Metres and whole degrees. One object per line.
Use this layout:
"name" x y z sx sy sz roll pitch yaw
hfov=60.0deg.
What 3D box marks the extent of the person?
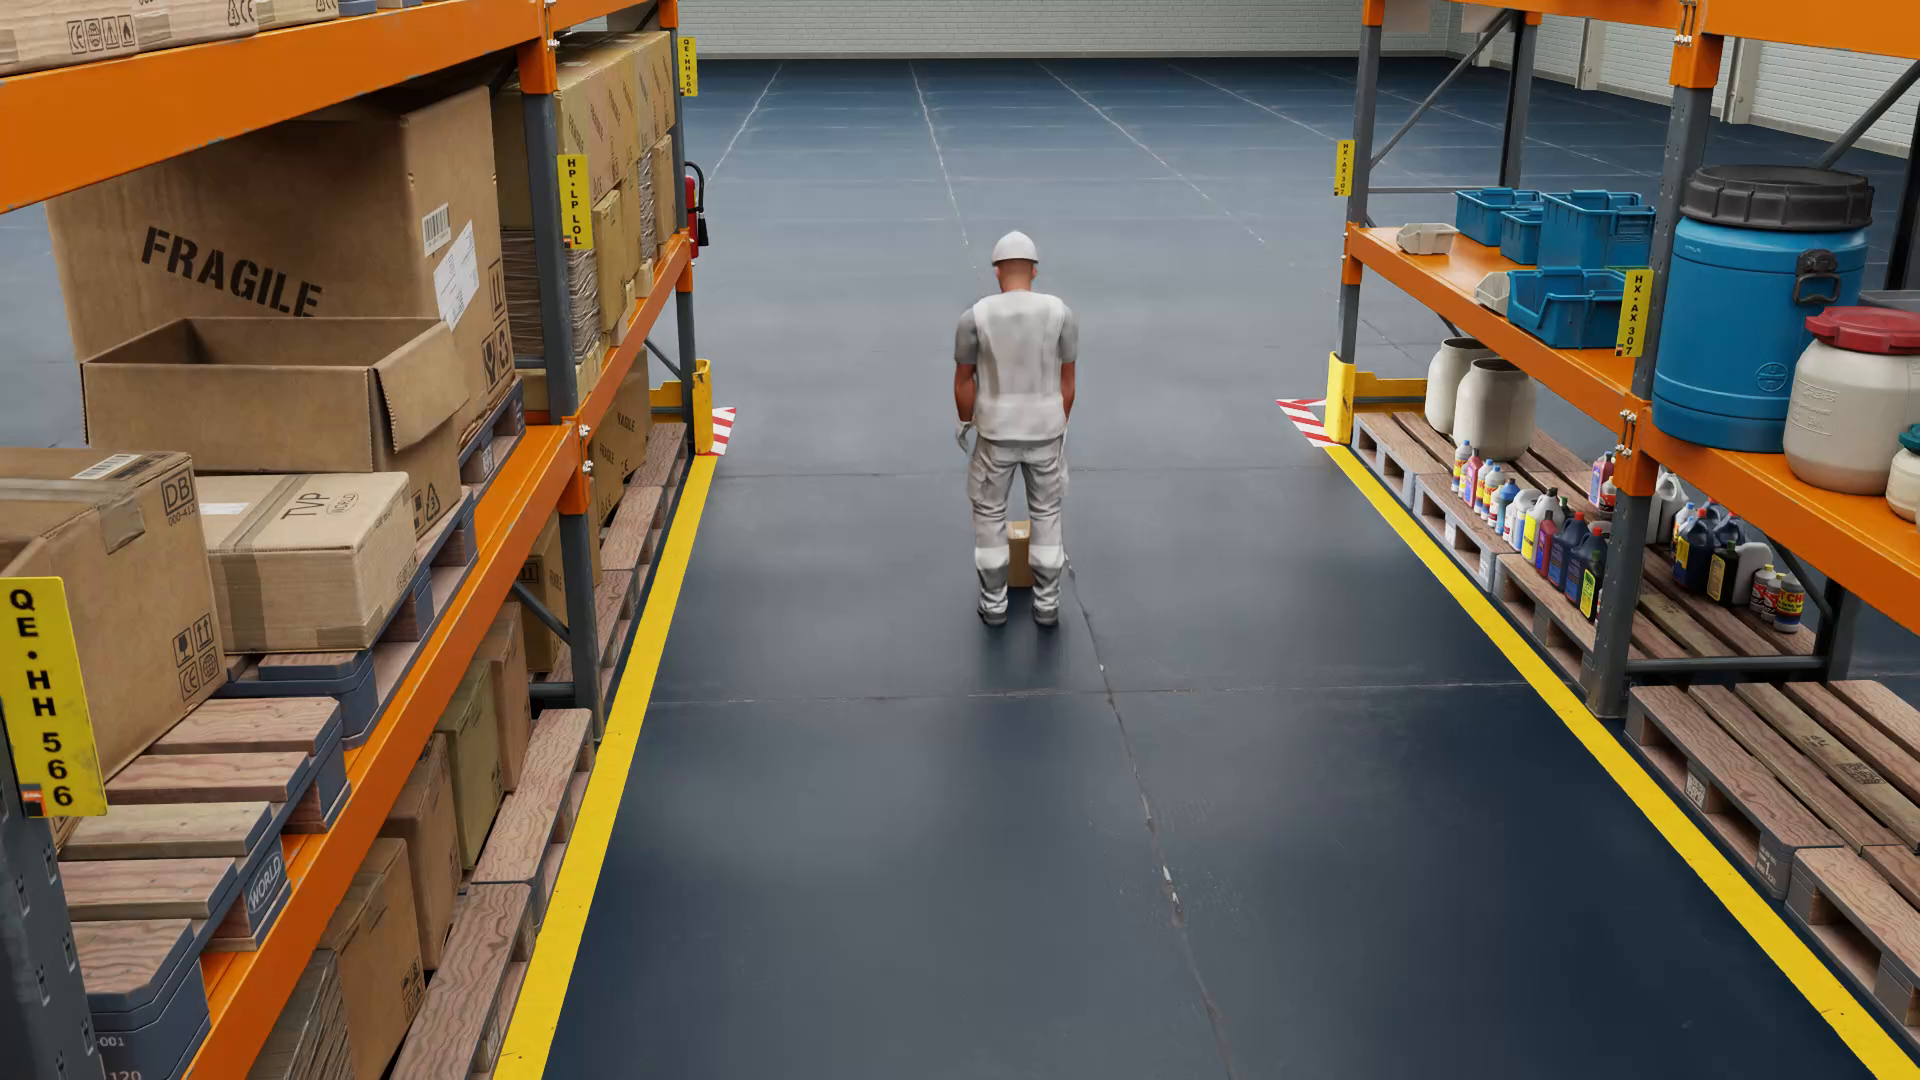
"person" 0.240 -0.478 7.388 0.536 1.758 0.413 -1 20 -2
